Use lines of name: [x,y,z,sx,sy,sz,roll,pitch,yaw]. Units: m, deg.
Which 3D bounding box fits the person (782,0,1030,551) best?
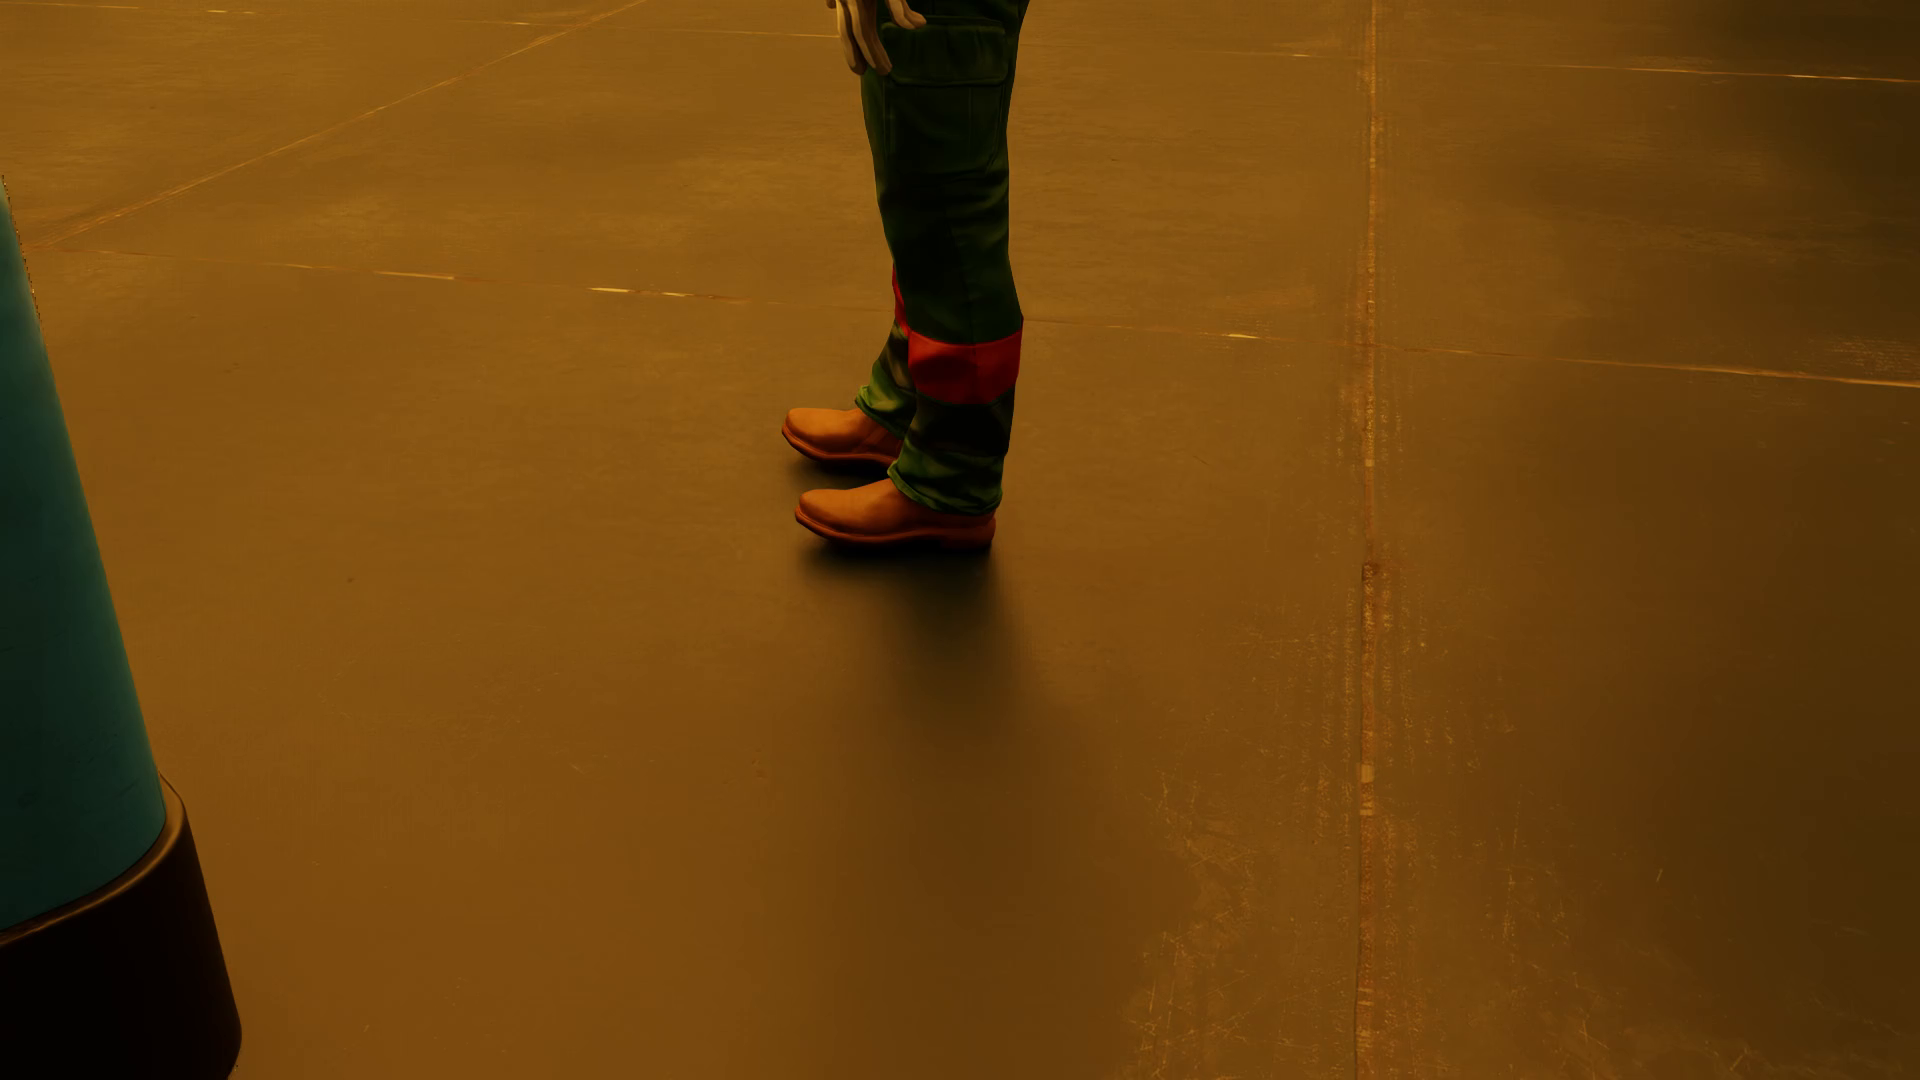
person: [-0.075,-0.819,2.121,0.563,1.788,0.637,6,27,11]
